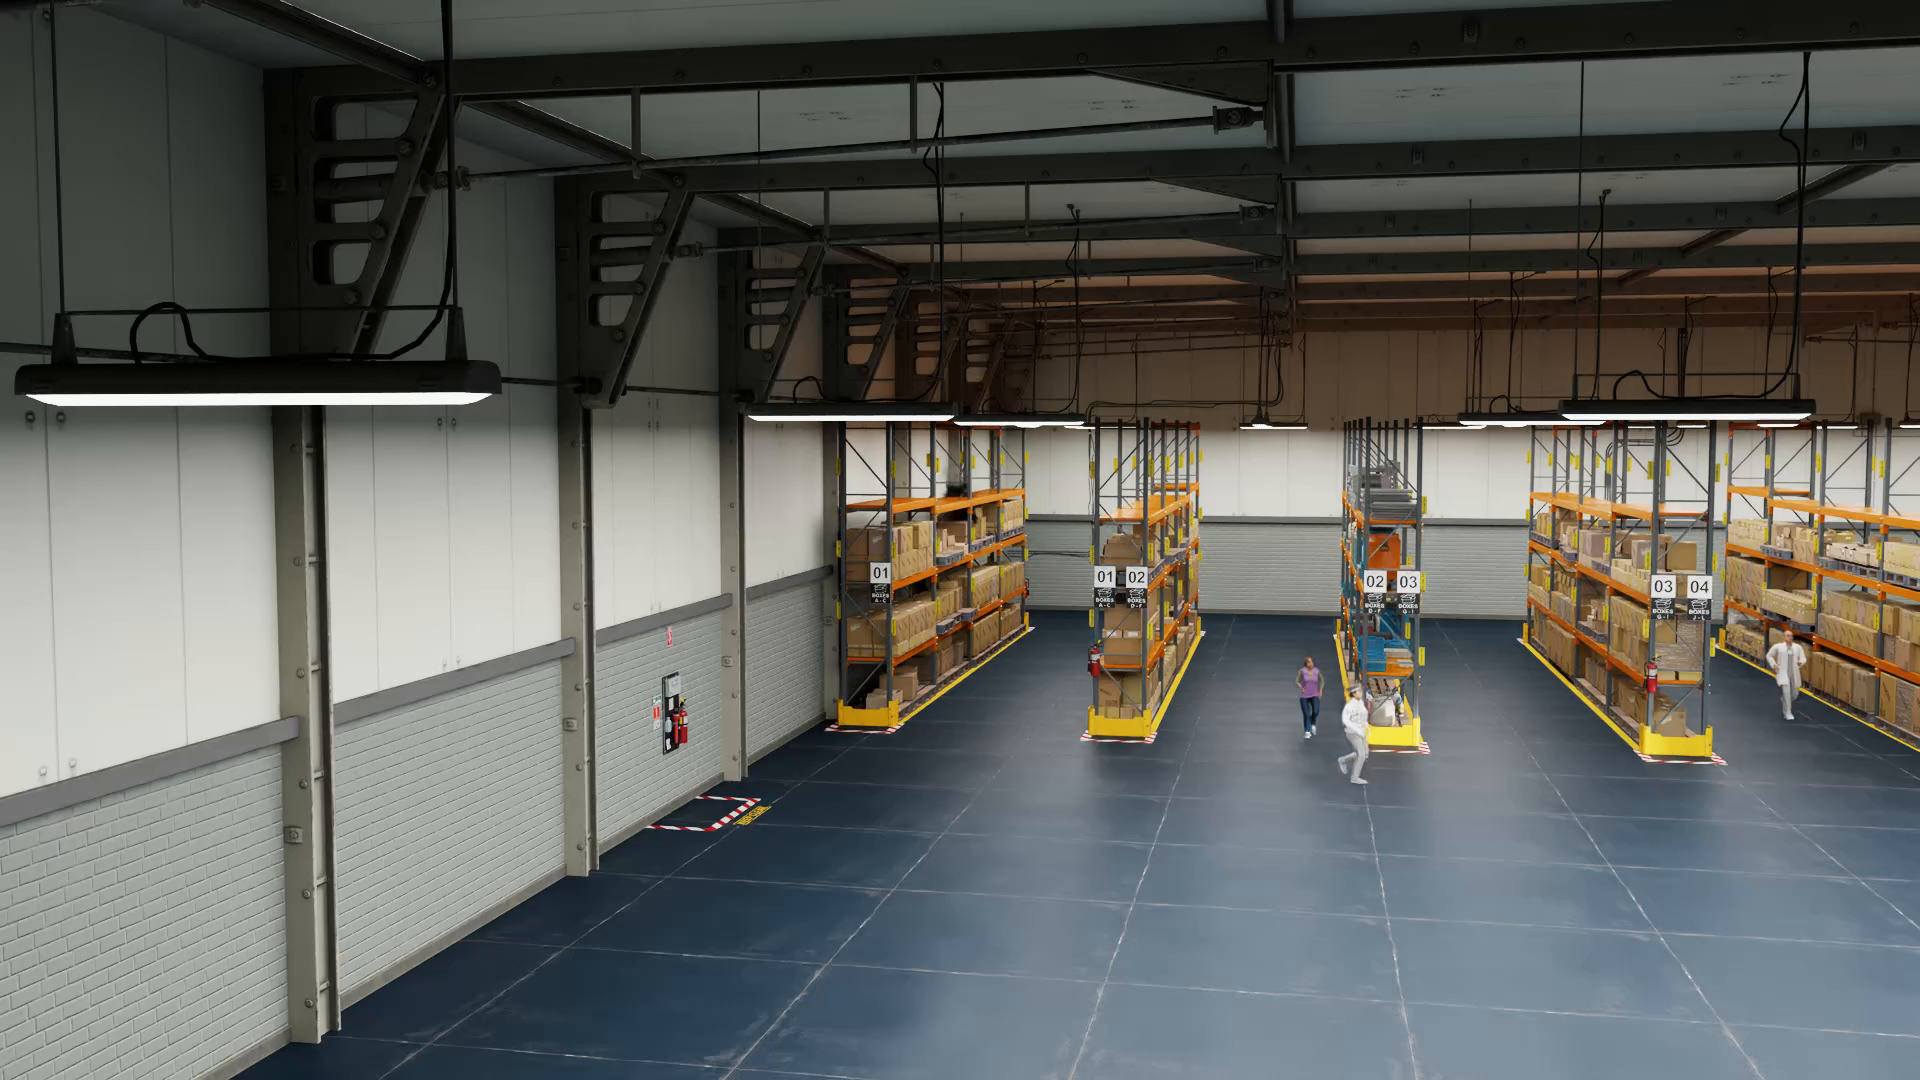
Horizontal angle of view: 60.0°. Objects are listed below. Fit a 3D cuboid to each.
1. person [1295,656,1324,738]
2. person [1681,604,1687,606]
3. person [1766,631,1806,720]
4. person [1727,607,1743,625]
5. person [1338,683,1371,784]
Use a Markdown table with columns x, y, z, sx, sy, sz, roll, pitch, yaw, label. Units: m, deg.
| x | y | z | sx | sy | sz | roll | pitch | yaw | label |
| --- | --- | --- | --- | --- | --- | --- | --- | --- | --- |
| 6.527 | 2.933 | 31.009 | 0.560 | 1.551 | 0.605 | 0 | 4 | 5 | person |
| 18.853 | 1.987 | 43.743 | 0.848 | 1.760 | 0.940 | 2 | 4 | 31 | person |
| 16.539 | 2.690 | 33.262 | 0.720 | 1.746 | 0.912 | 1 | 4 | 9 | person |
| 21.189 | 1.943 | 45.214 | 0.576 | 1.738 | 0.706 | 0 | 4 | 6 | person |
| 6.390 | 3.134 | 27.089 | 0.585 | 1.643 | 0.612 | 3 | 5 | 41 | person |
